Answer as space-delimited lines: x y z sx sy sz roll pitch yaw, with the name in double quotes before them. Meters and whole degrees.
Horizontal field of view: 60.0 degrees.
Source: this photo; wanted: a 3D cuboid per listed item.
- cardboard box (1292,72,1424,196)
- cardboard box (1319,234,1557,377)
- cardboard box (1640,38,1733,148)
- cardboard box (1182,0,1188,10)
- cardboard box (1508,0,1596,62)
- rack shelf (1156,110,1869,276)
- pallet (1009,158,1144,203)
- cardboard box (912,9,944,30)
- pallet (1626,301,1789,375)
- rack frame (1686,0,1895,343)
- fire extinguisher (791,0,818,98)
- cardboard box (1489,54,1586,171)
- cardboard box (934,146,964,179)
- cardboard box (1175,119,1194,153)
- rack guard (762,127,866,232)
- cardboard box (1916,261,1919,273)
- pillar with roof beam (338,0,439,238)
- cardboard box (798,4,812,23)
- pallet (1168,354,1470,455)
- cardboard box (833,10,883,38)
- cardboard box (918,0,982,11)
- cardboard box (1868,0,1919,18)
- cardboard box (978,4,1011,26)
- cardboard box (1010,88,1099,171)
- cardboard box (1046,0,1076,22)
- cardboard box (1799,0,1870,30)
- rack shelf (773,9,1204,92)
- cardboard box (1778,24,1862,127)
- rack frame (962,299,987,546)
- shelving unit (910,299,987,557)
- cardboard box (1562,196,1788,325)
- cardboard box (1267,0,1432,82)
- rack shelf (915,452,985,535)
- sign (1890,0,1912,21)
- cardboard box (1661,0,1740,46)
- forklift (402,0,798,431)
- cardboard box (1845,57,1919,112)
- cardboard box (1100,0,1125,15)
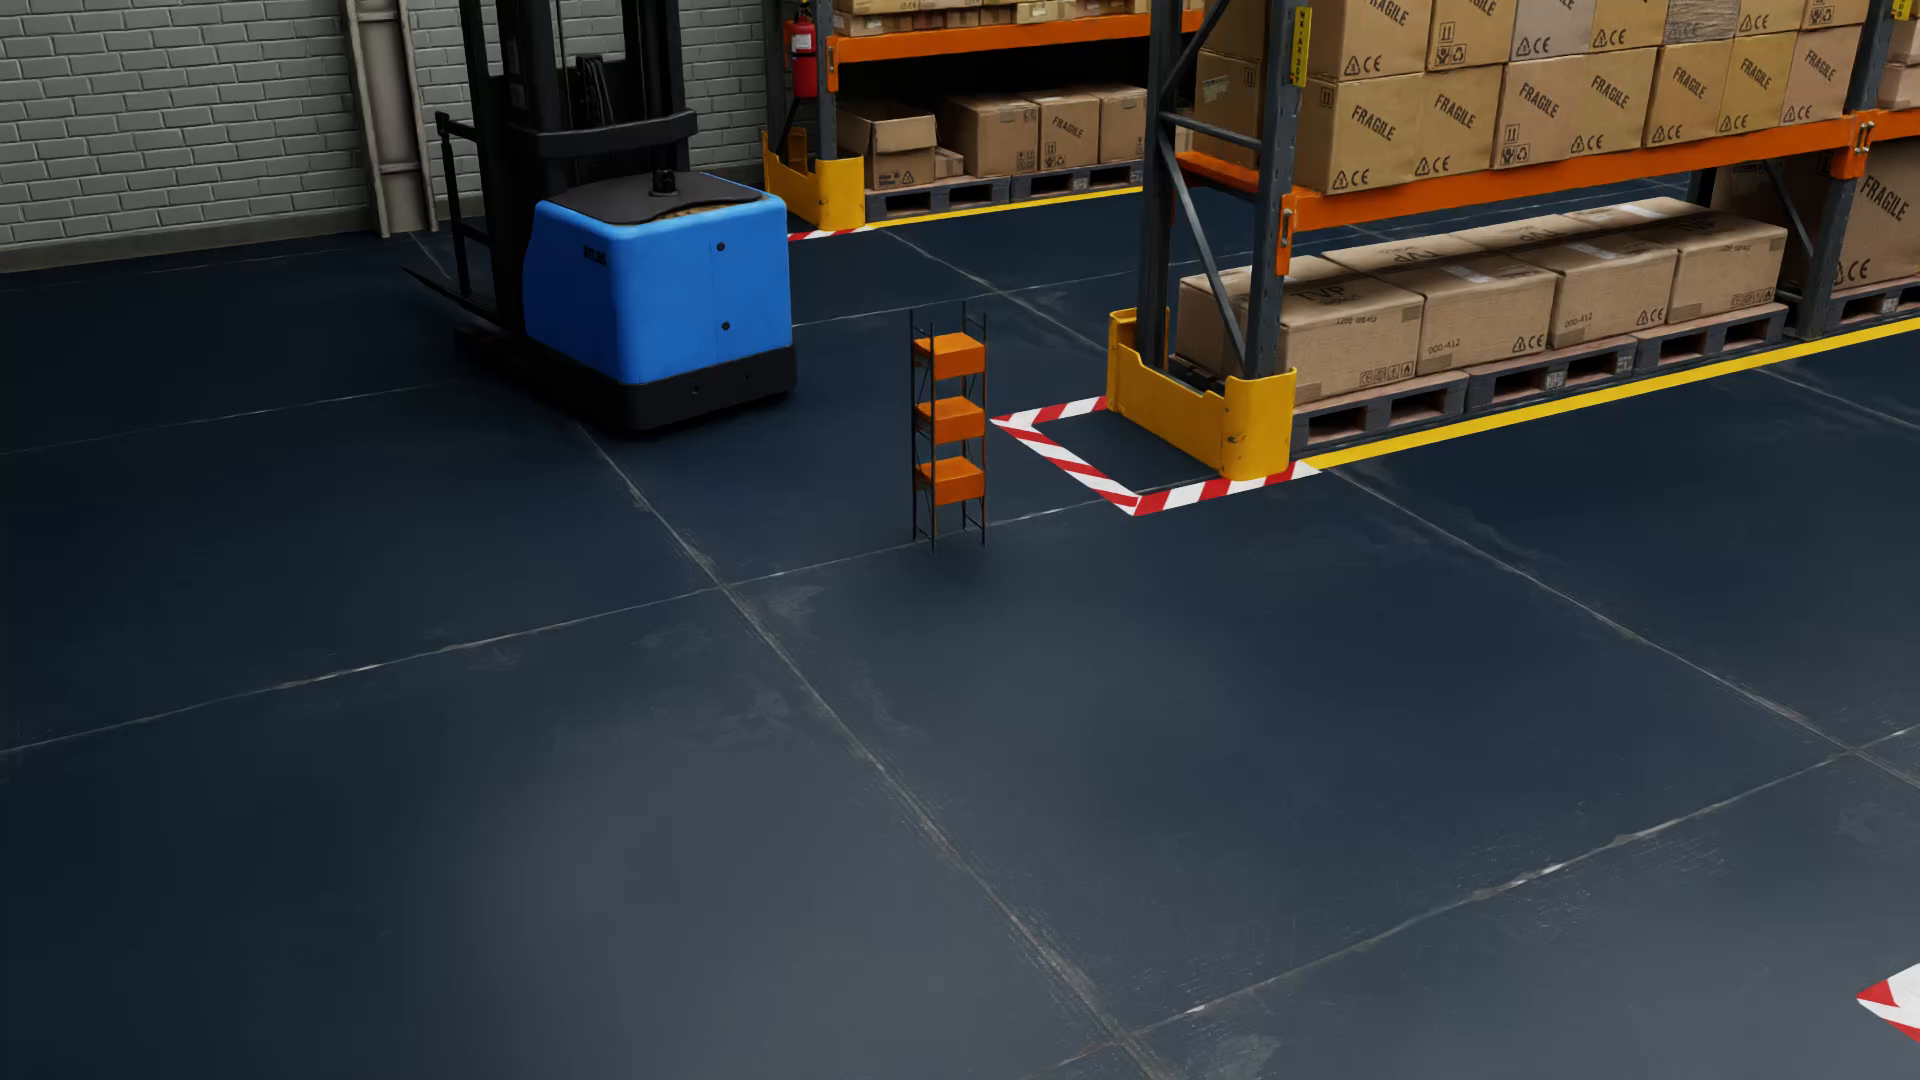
"cardboard box" 1.747 -1.913 7.654 0.500 0.500 0.500 -13 29 -25
"cardboard box" 2.527 -1.277 8.918 0.875 0.438 0.875 -12 28 -24
"cardboard box" 3.541 -2.333 8.528 0.500 0.500 0.500 -13 29 -26
"cardboard box" 1.535 -4.148 12.715 0.250 0.149 0.380 -12 28 -24
"cardboard box" 2.649 -2.581 7.888 0.500 0.500 0.500 -13 29 -25
"rack shelf" 2.953 -1.963 8.704 4.000 0.370 1.077 -13 29 -25
"pallet" 0.695 -2.943 13.136 1.213 0.211 1.003 -13 29 -25
"cardboard box" -0.313 -3.760 11.906 0.250 0.149 0.380 -13 29 -26
"pallet" 4.010 -1.313 9.740 1.213 0.211 1.003 -13 29 -25
"rack frame" 4.718 -2.695 9.397 0.127 3.000 1.000 -13 29 -25
"fire extinguisher" -1.063 -3.366 11.314 0.183 0.674 0.296 -13 29 -25
"cardboard box" 2.638 -2.124 8.092 0.500 0.500 0.500 -13 29 -25
"cardboard box" -0.173 -2.839 12.506 0.250 0.149 0.380 -14 29 -27
"cardboard box" 1.711 -3.248 13.223 0.258 0.266 0.396 -12 28 -23
"rack guard" -1.083 -2.664 12.220 0.348 0.500 1.175 -13 29 -25
"cardboard box" 6.021 -2.270 10.482 0.875 0.875 0.875 -12 28 -24
"pillar with roof beam" -1.928 -4.630 6.497 0.400 9.000 9.100 -13 29 -25
"cardboard box" -0.984 -3.832 12.055 0.250 0.149 0.380 -13 29 -26
"pallet" 1.857 -0.816 8.705 1.213 0.211 1.003 -13 29 -25
"cardboard box" -0.731 -3.624 11.622 0.250 0.149 0.380 -13 29 -25
"cardboard box" -0.179 -3.934 11.807 0.500 0.250 0.500 -13 28 -25
"cardboard box" 5.242 -3.170 9.117 0.500 0.500 0.500 -13 28 -25
"cardboard box" 0.170 -3.844 12.082 0.250 0.149 0.380 -13 28 -24
"cardboard box" 0.720 -3.155 12.757 0.500 0.500 0.500 -12 28 -24
"cardboard box" 0.652 -3.929 12.257 0.250 0.149 0.380 -12 28 -24
"cardboard box" 4.432 -2.989 8.739 0.500 0.500 0.500 -13 29 -26
"rack shelf" 0.614 -3.858 12.651 4.000 0.370 1.077 -13 29 -25
"cardboard box" 4.429 -2.548 8.975 0.500 0.500 0.500 -13 28 -25
"rack frame" 0.060 -0.487 7.052 0.008 1.050 0.200 -13 29 -25
"shelving unit" -0.047 -0.462 7.000 0.252 1.050 0.215 -13 29 -25
"cardboard box" 4.114 -1.642 9.680 0.875 0.438 0.875 -13 29 -26
"cardboard box" 1.746 -2.365 7.439 0.500 0.500 0.500 -14 29 -26
"rack shelf" -0.047 -0.202 7.125 0.240 0.259 0.215 -13 29 -25
"sign" 4.981 -2.909 8.752 0.005 0.325 0.100 -13 29 -25
"cardboard box" 3.535 -2.781 8.307 0.500 0.500 0.500 -13 28 -24
"forklift" -2.205 -2.419 8.902 1.130 2.935 3.031 -21 32 -36
"cardboard box" 5.230 -2.616 9.406 0.500 0.250 0.500 -14 29 -26
"cardboard box" 1.042 -4.076 12.564 0.250 0.149 0.380 -13 28 -24
